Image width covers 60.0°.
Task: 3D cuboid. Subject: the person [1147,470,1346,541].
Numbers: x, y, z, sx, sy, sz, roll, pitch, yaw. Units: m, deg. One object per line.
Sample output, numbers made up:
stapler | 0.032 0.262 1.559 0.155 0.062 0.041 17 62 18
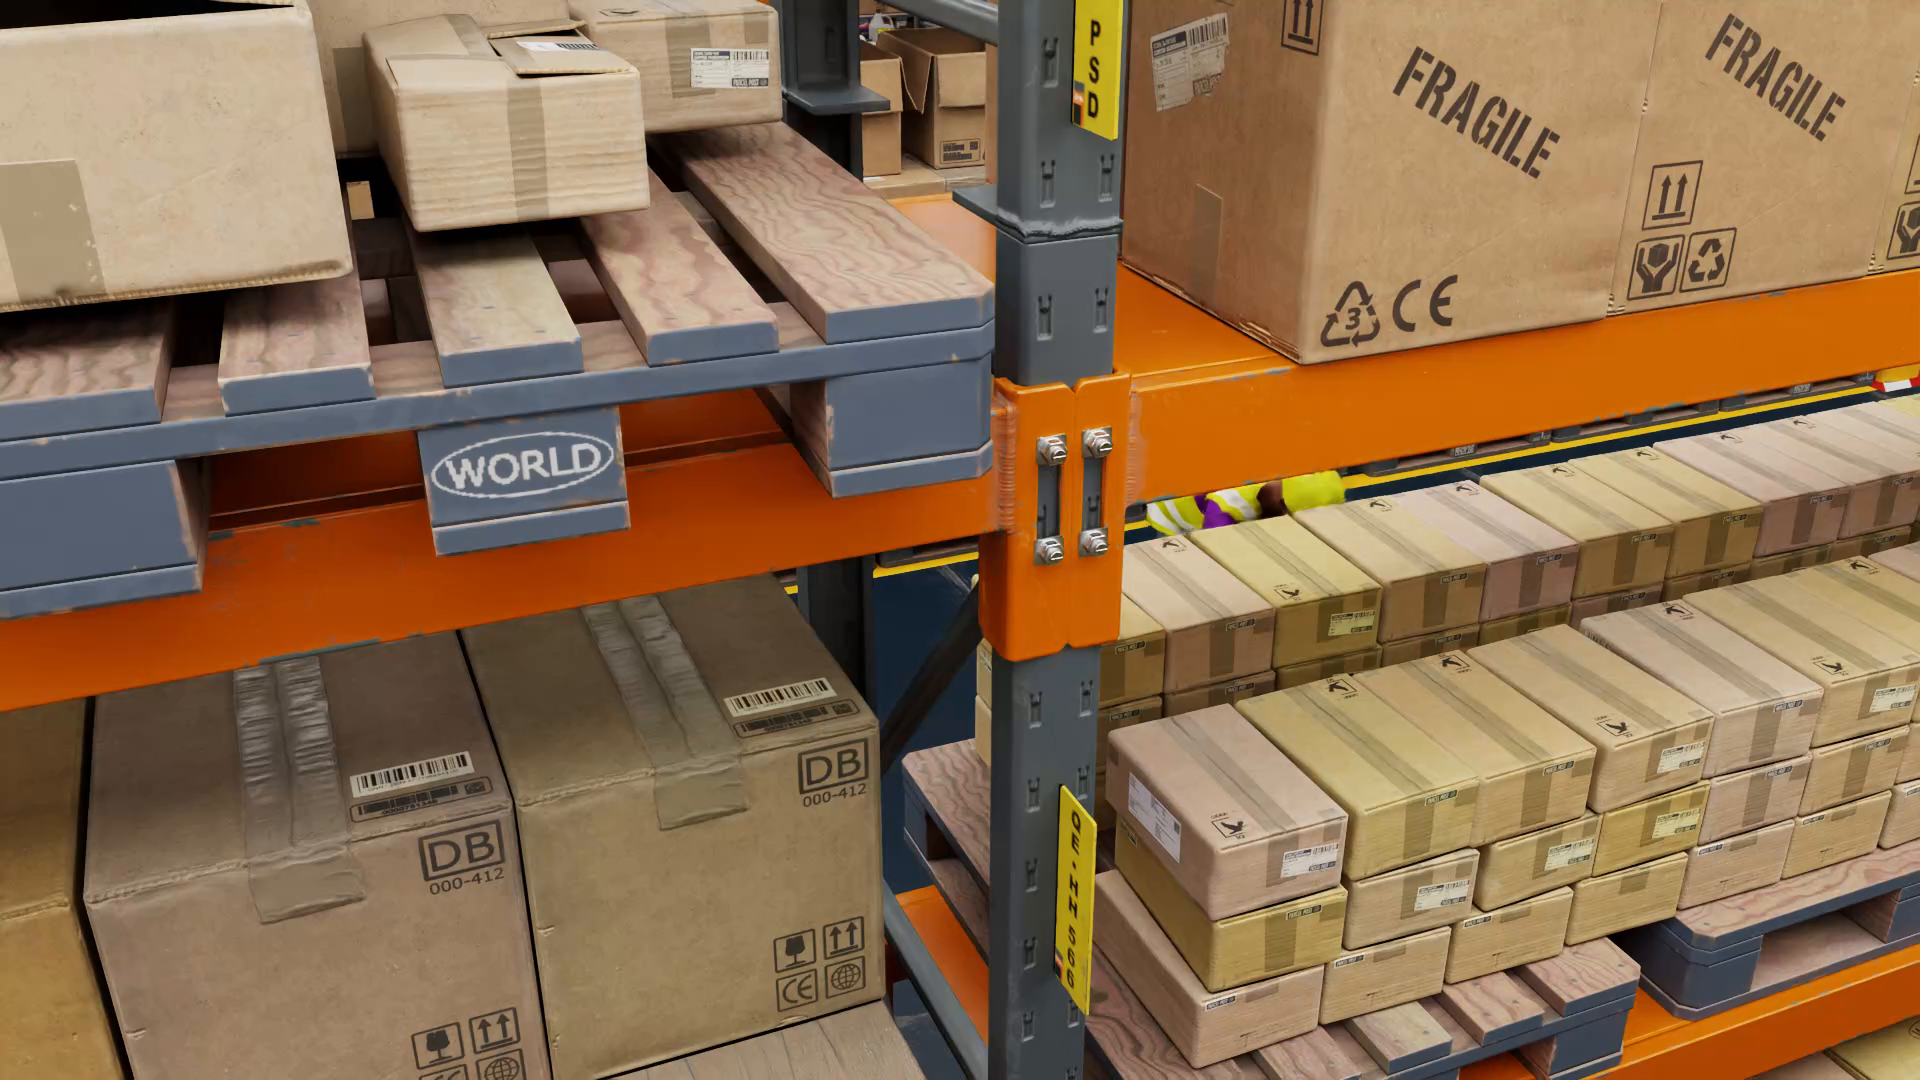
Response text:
person | 1.050 0.207 6.124 0.475 1.355 0.918 -11 28 -22
